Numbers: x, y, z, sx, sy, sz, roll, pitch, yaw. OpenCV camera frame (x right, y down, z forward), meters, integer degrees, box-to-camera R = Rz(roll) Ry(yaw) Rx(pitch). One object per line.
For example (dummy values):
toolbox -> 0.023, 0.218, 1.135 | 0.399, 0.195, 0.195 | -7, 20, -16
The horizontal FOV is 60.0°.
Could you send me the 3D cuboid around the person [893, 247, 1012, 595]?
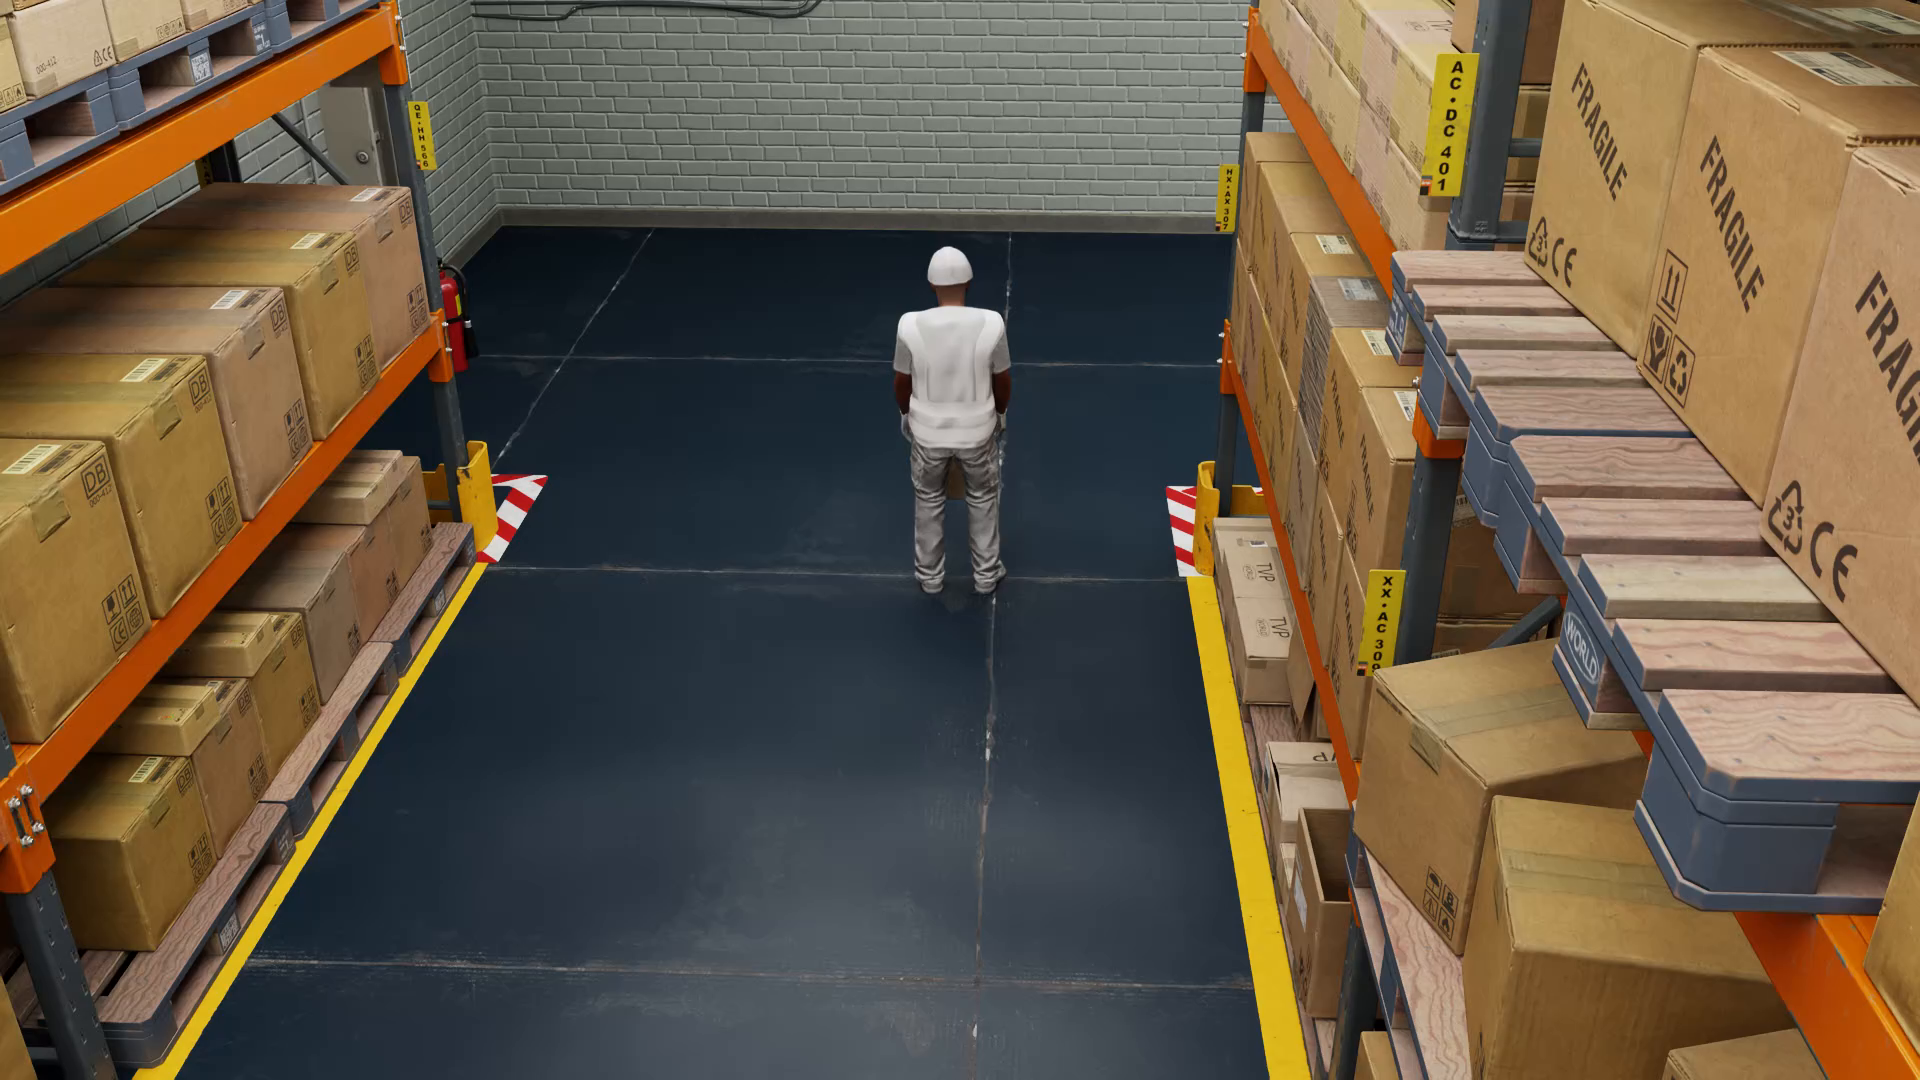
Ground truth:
person -> -0.036, -0.556, 8.159 | 0.575, 1.781, 0.411 | 0, 28, 1
